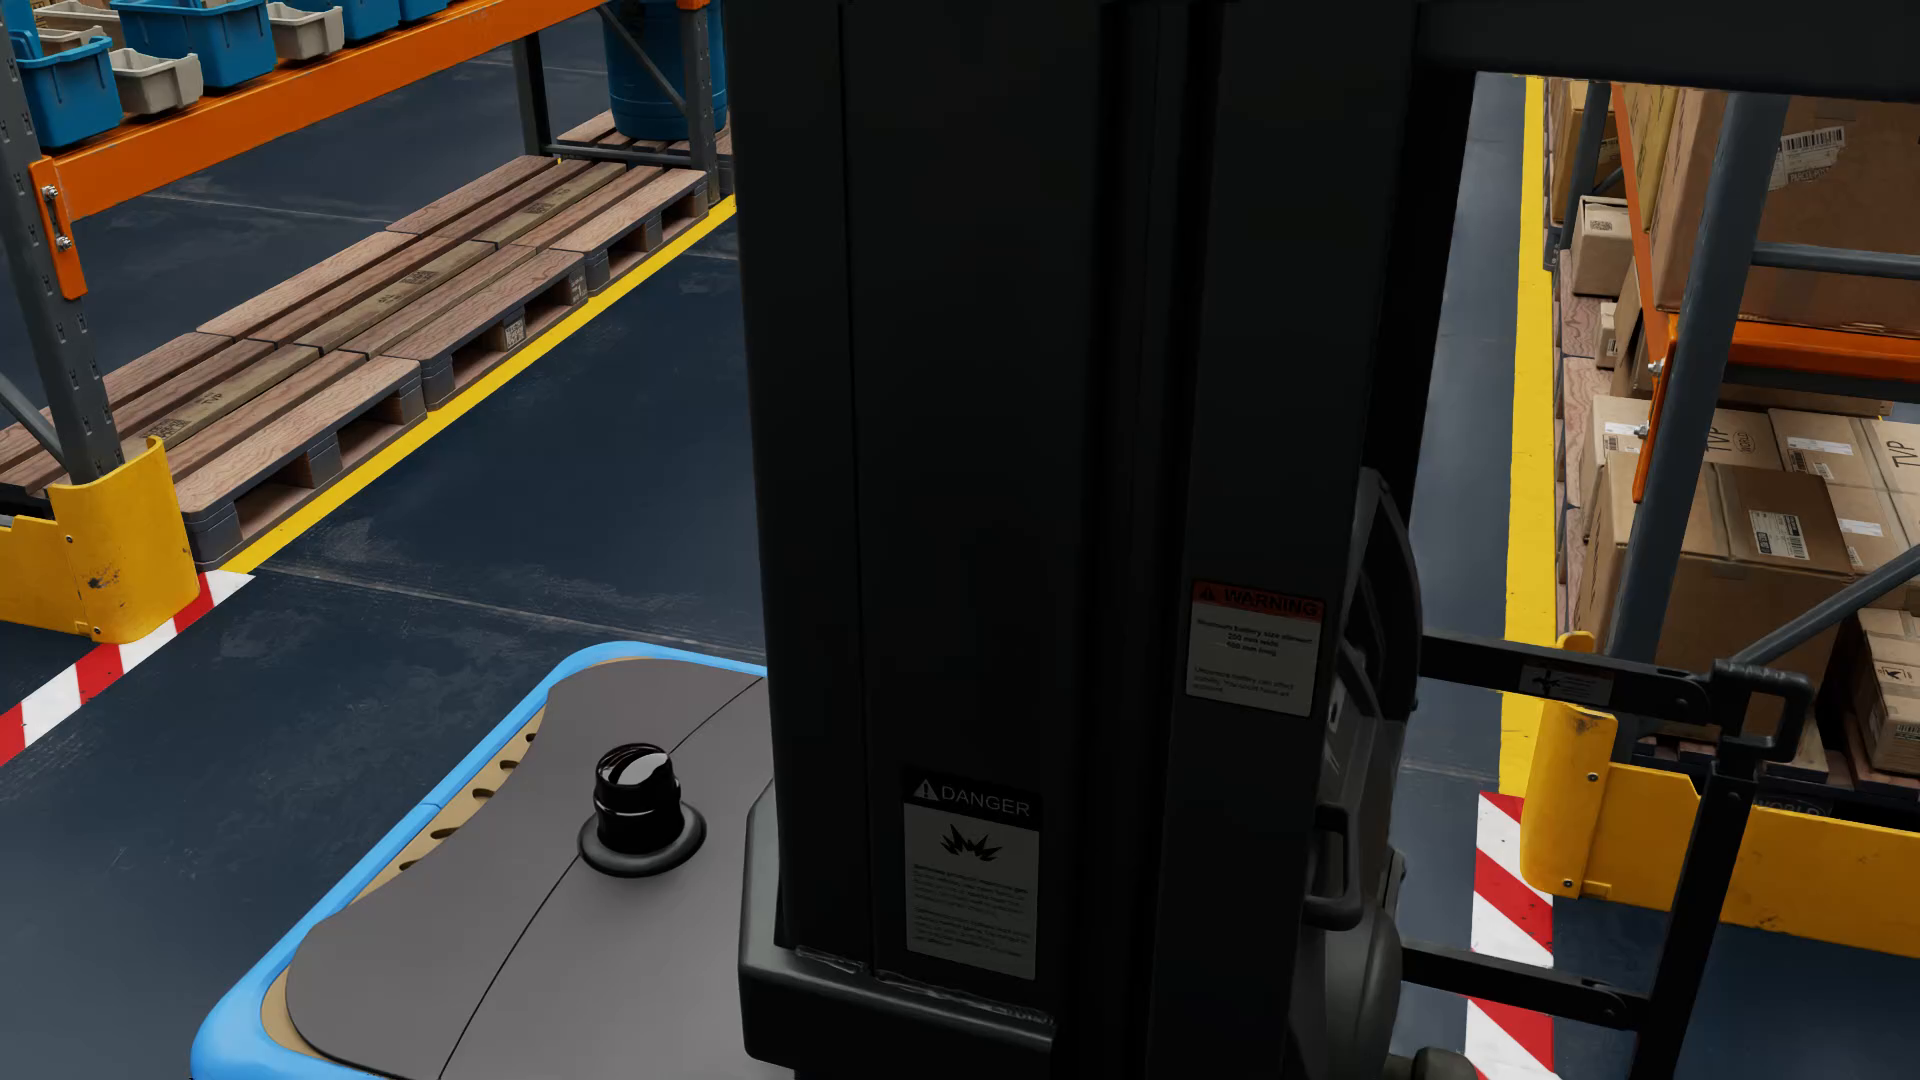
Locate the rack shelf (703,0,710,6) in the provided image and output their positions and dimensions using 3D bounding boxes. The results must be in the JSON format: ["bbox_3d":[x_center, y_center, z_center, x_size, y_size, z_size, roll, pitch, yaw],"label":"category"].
[{"bbox_3d":[-1.101,-3.655,9.475,1.077,0.370,4.000,8,30,15],"label":"rack shelf"}]

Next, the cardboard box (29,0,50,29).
[{"bbox_3d":[-6.254,-3.302,9.854,1.225,0.875,0.875,9,30,15],"label":"cardboard box"}]

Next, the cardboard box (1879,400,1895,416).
[{"bbox_3d":[2.930,-0.695,5.728,0.500,0.311,0.500,8,30,15],"label":"cardboard box"}]

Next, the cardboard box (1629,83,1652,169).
[{"bbox_3d":[2.044,-1.236,4.284,0.500,0.500,0.500,9,30,15],"label":"cardboard box"}]

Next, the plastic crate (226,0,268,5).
[{"bbox_3d":[-2.569,-1.903,5.795,0.298,0.136,0.250,8,30,15],"label":"plastic crate"}]

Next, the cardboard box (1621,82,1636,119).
[{"bbox_3d":[2.192,-1.470,4.705,0.500,0.500,0.500,8,30,14],"label":"cardboard box"}]

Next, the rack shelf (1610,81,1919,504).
[{"bbox_3d":[2.459,-1.088,4.860,1.077,0.370,4.000,8,30,15],"label":"rack shelf"}]

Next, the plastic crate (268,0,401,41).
[{"bbox_3d":[-2.088,-1.814,5.536,0.416,0.233,0.300,8,30,15],"label":"plastic crate"}]

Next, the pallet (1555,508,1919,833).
[{"bbox_3d":[2.127,0.340,4.422,1.003,0.211,1.213,8,30,15],"label":"pallet"}]

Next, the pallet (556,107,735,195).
[{"bbox_3d":[-1.422,-2.174,8.942,1.003,0.211,1.213,8,30,15],"label":"pallet"}]

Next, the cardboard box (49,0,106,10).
[{"bbox_3d":[-5.993,-3.718,10.601,1.225,0.875,0.875,7,30,13],"label":"cardboard box"}]

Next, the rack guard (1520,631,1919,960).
[{"bbox_3d":[1.894,0.584,3.686,1.175,0.500,0.348,8,30,15],"label":"rack guard"}]

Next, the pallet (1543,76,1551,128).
[{"bbox_3d":[3.965,-2.631,9.762,1.003,0.211,1.213,8,30,15],"label":"pallet"}]

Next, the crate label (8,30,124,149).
[{"bbox_3d":[-2.475,-1.202,4.436,0.416,0.233,0.303,8,30,15],"label":"crate label"}]

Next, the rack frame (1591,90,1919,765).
[{"bbox_3d":[1.872,-0.473,3.015,1.000,3.000,0.127,8,30,15],"label":"rack frame"}]

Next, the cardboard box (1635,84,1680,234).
[{"bbox_3d":[1.892,-1.005,3.869,0.500,0.500,0.500,9,30,15],"label":"cardboard box"}]

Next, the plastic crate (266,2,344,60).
[{"bbox_3d":[-2.103,-1.613,5.273,0.250,0.136,0.298,8,30,15],"label":"plastic crate"}]

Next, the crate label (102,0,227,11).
[{"bbox_3d":[-2.639,-1.763,5.543,0.396,0.136,0.243,8,30,15],"label":"crate label"}]

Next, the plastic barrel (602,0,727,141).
[{"bbox_3d":[-1.512,-2.557,8.488,0.600,0.901,0.708,8,30,15],"label":"plastic barrel"}]

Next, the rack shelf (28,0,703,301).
[{"bbox_3d":[-2.275,-1.797,6.134,1.077,0.370,4.000,8,30,15],"label":"rack shelf"}]

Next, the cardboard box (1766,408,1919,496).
[{"bbox_3d":[2.596,-0.141,4.793,0.500,0.250,0.500,8,30,15],"label":"cardboard box"}]

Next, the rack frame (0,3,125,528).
[{"bbox_3d":[-2.862,-1.181,4.288,1.000,3.000,0.127,8,30,15],"label":"rack frame"}]

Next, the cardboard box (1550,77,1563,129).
[{"bbox_3d":[3.365,-2.400,8.598,0.500,0.500,0.500,7,30,13],"label":"cardboard box"}]

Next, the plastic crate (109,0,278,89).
[{"bbox_3d":[-2.282,-1.508,4.986,0.416,0.233,0.300,8,30,15],"label":"plastic crate"}]

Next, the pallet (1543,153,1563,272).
[{"bbox_3d":[3.249,-1.497,7.723,1.003,0.211,1.213,8,30,15],"label":"pallet"}]

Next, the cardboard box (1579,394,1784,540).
[{"bbox_3d":[2.104,-0.189,4.879,0.500,0.250,0.500,8,30,15],"label":"cardboard box"}]

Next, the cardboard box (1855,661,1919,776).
[{"bbox_3d":[2.323,0.435,3.862,0.380,0.149,0.250,8,30,15],"label":"cardboard box"}]

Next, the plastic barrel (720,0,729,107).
[{"bbox_3d":[-1.304,-2.886,9.079,0.600,0.901,0.708,8,30,15],"label":"plastic barrel"}]

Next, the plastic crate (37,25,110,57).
[{"bbox_3d":[-2.796,-1.497,5.065,0.396,0.136,0.243,8,30,15],"label":"plastic crate"}]

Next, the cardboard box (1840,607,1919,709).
[{"bbox_3d":[2.397,0.311,4.067,0.380,0.166,0.250,8,30,15],"label":"cardboard box"}]

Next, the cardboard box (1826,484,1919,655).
[{"bbox_3d":[2.449,0.092,4.375,0.500,0.250,0.500,8,30,15],"label":"cardboard box"}]

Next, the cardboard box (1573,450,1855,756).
[{"bbox_3d":[1.796,0.139,4.033,0.500,0.500,0.500,8,30,15],"label":"cardboard box"}]

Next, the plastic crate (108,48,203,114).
[{"bbox_3d":[-2.302,-1.297,4.706,0.250,0.136,0.298,8,30,15],"label":"plastic crate"}]

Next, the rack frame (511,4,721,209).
[{"bbox_3d":[-1.688,-3.040,7.630,1.000,3.000,0.127,8,30,15],"label":"rack frame"}]

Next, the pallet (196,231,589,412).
[{"bbox_3d":[-2.223,-0.906,6.661,1.003,0.211,1.213,8,30,15],"label":"pallet"}]

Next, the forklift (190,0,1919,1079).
[{"bbox_3d":[0.624,0.264,1.761,3.031,2.935,1.130,10,30,17],"label":"forklift"}]

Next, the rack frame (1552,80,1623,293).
[{"bbox_3d":[3.046,-2.332,6.356,1.000,3.000,0.127,8,30,15],"label":"rack frame"}]

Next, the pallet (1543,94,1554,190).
[{"bbox_3d":[3.605,-2.065,8.746,1.003,0.211,1.213,8,30,15],"label":"pallet"}]

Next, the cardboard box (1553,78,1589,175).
[{"bbox_3d":[3.070,-1.930,7.753,0.500,0.500,0.500,9,30,15],"label":"cardboard box"}]

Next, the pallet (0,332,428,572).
[{"bbox_3d":[-2.583,-0.341,5.645,1.003,0.211,1.213,8,30,15],"label":"pallet"}]

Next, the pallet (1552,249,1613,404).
[{"bbox_3d":[2.844,-0.794,6.461,1.003,0.211,1.213,8,30,15],"label":"pallet"}]

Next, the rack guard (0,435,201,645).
[{"bbox_3d":[-2.857,-0.076,4.873,1.175,0.500,0.348,8,30,15],"label":"rack guard"}]

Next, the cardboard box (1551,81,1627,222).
[{"bbox_3d":[2.917,-1.702,7.343,0.500,0.500,0.500,8,30,15],"label":"cardboard box"}]

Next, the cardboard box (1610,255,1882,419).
[{"bbox_3d":[2.499,-0.559,5.285,0.797,0.503,0.637,8,30,15],"label":"cardboard box"}]

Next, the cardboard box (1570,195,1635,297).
[{"bbox_3d":[2.716,-1.185,6.608,0.500,0.311,0.500,8,30,15],"label":"cardboard box"}]

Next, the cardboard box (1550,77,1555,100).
[{"bbox_3d":[3.513,-2.643,9.035,0.500,0.500,0.500,8,30,14],"label":"cardboard box"}]

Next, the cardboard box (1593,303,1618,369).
[{"bbox_3d":[2.472,-0.718,5.918,0.380,0.166,0.250,8,30,15],"label":"cardboard box"}]

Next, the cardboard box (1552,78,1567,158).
[{"bbox_3d":[3.218,-2.163,8.172,0.500,0.500,0.500,9,30,15],"label":"cardboard box"}]

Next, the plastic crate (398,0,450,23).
[{"bbox_3d":[-2.000,-1.954,5.787,0.416,0.233,0.300,8,30,15],"label":"plastic crate"}]

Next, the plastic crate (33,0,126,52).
[{"bbox_3d":[-2.697,-1.630,5.304,0.396,0.136,0.243,8,30,15],"label":"plastic crate"}]

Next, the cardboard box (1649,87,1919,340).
[{"bbox_3d":[1.743,-0.764,3.434,0.500,0.500,0.500,9,30,16],"label":"cardboard box"}]

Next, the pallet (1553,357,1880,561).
[{"bbox_3d":[2.487,-0.225,5.438,1.003,0.211,1.213,8,30,15],"label":"pallet"}]

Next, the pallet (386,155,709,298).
[{"bbox_3d":[-1.867,-1.475,7.683,1.003,0.211,1.213,8,30,15],"label":"pallet"}]

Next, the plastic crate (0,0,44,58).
[{"bbox_3d":[-2.942,-1.405,4.593,0.616,0.435,0.499,8,30,15],"label":"plastic crate"}]
